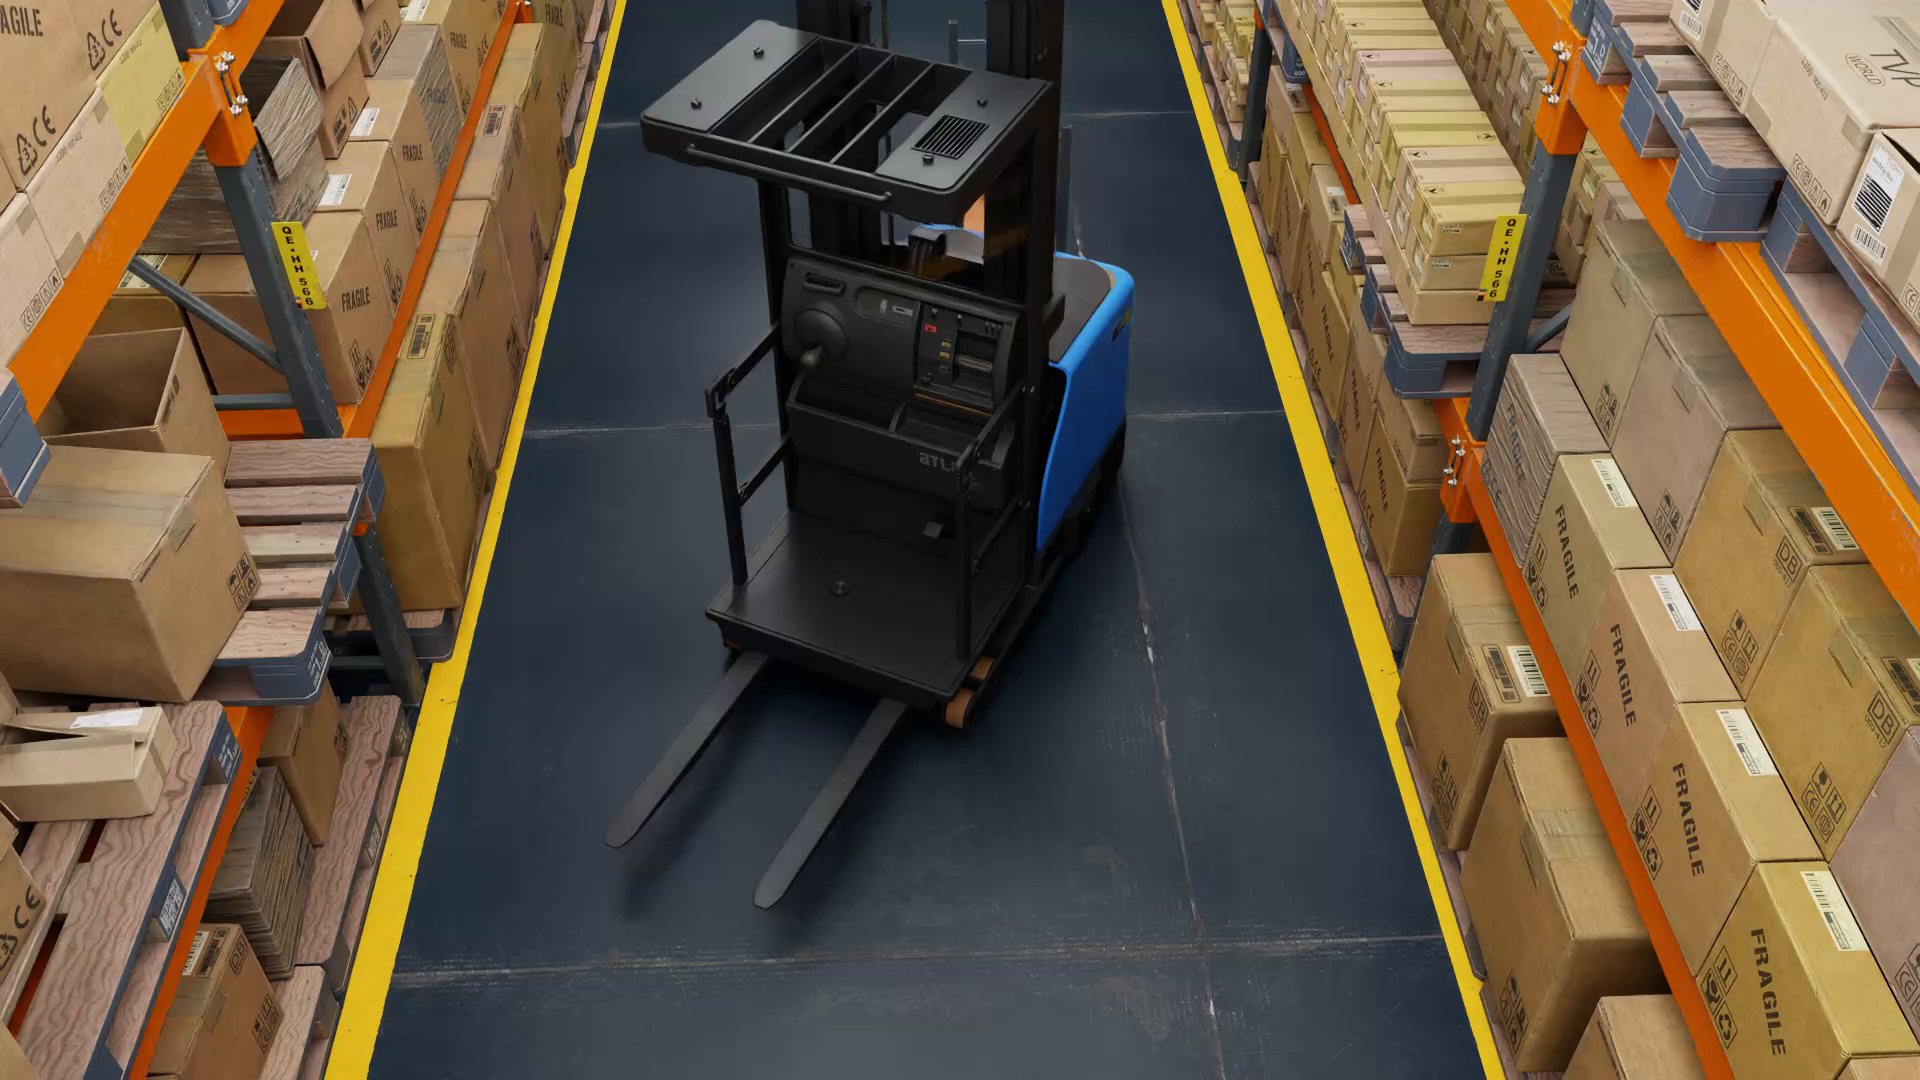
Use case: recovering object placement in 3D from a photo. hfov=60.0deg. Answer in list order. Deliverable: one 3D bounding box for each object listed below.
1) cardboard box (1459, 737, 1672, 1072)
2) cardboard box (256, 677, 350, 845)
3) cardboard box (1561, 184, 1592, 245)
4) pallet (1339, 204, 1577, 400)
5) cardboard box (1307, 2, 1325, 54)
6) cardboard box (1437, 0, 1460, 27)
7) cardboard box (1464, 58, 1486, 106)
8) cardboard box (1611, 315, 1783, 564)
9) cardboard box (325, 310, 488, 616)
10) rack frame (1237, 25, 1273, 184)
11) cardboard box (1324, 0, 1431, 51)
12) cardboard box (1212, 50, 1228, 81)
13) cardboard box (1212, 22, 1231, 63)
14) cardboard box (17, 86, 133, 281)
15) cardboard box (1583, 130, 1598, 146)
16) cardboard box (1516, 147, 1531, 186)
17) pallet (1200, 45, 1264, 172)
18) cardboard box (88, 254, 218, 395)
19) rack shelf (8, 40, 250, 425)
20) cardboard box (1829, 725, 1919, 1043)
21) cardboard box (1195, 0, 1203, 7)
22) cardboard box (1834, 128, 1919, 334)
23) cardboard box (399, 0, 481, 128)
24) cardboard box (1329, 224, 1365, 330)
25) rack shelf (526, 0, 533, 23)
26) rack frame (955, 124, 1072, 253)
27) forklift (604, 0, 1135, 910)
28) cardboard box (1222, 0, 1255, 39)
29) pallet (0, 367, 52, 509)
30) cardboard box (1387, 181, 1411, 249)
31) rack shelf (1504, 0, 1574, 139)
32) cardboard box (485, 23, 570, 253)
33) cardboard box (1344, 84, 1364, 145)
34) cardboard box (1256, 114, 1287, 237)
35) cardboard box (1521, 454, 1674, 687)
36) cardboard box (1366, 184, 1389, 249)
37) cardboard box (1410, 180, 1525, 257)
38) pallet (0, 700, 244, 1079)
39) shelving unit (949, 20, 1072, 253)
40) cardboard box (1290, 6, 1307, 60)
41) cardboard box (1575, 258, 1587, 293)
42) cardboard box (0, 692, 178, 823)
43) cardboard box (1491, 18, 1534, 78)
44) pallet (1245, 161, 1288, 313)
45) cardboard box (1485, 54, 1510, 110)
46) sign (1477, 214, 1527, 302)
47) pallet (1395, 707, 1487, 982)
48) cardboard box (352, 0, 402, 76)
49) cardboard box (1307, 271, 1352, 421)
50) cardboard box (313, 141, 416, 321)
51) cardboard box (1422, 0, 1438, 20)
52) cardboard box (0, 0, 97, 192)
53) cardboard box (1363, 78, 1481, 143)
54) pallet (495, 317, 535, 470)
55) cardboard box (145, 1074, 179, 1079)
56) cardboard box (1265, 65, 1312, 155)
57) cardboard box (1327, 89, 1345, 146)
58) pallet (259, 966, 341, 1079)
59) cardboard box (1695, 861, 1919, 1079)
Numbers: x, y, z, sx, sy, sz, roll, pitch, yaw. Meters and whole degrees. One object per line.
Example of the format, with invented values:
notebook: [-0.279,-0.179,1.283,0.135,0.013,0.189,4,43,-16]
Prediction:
cardboard box: [2.271,1.145,5.285,1.050,0.750,0.750,-1,43,-1]
cardboard box: [-2.617,0.752,5.884,0.700,0.500,0.500,-4,43,-4]
cardboard box: [2.461,-1.220,6.166,0.380,0.149,0.250,0,43,0]
pallet: [2.157,-0.940,6.348,1.213,0.211,1.003,-2,43,-2]
cardboard box: [1.742,-2.241,7.279,0.380,0.149,0.250,-2,43,-3]
cardboard box: [2.384,-2.437,7.493,0.380,0.149,0.250,-4,43,-4]
cardboard box: [2.409,-1.974,7.208,0.380,0.149,0.250,-3,43,-3]
cardboard box: [2.326,-0.294,4.686,0.700,0.500,0.500,-2,43,-2]
cardboard box: [-2.674,-0.297,6.765,1.225,0.875,0.875,-3,43,-4]
rack frame: [2.124,-3.233,8.707,1.000,3.000,0.127,-2,43,-2]
cardboard box: [1.752,-2.181,6.994,0.380,0.149,0.250,0,43,0]
cardboard box: [1.764,-2.947,10.194,0.380,0.149,0.250,-3,43,-3]
cardboard box: [1.740,-3.013,10.046,0.380,0.149,0.250,-3,43,-3]
cardboard box: [-2.366,-0.861,4.010,0.500,0.250,0.500,-2,43,-2]
cardboard box: [2.448,-1.479,6.228,0.380,0.149,0.250,-2,43,-2]
cardboard box: [2.440,-1.449,6.635,0.380,0.149,0.250,0,43,0]
pallet: [2.060,-2.658,10.143,1.003,0.211,1.213,-2,43,-2]
cardboard box: [-2.934,-0.822,6.002,0.500,0.500,0.500,0,43,0]
rack shelf: [-2.581,0.051,3.437,1.077,0.370,4.000,-2,43,-2]
cardboard box: [2.392,0.738,3.560,0.700,0.500,0.500,-1,43,-1]
cardboard box: [1.736,-3.631,10.940,0.380,0.149,0.250,-2,43,-2]
cardboard box: [2.148,-0.618,3.315,0.500,0.311,0.500,-2,43,-3]
cardboard box: [-2.500,-2.202,7.508,0.500,0.500,0.500,-2,43,-2]
cardboard box: [1.965,-1.181,7.453,0.500,0.250,0.500,-1,43,-1]
rack shelf: [-2.921,-4.244,10.343,1.077,0.370,4.000,-2,43,-2]
rack frame: [0.229,-1.214,7.614,0.500,1.500,0.032,-1,43,-1]
forklift: [-0.323,-0.673,5.965,1.130,2.935,3.031,17,45,18]
cardboard box: [1.781,-3.129,9.952,0.380,0.149,0.250,-2,43,-2]
pallet: [-2.463,0.085,3.006,1.213,0.211,1.003,-2,43,-2]
cardboard box: [1.805,-1.206,6.150,0.380,0.149,0.250,0,43,0]
rack shelf: [2.209,-2.724,6.464,1.077,0.370,4.000,-2,43,-2]
cardboard box: [-2.788,-2.099,8.732,1.225,0.875,0.875,-2,43,-2]
cardboard box: [1.773,-1.720,6.711,0.380,0.149,0.250,-2,43,-2]
cardboard box: [1.891,-1.960,8.858,0.500,0.500,0.500,0,43,0]
cardboard box: [2.068,0.084,5.014,0.500,0.500,0.500,-2,43,-2]
cardboard box: [1.794,-1.256,6.426,0.380,0.149,0.250,-1,43,-1]
cardboard box: [1.815,-1.132,5.850,0.380,0.149,0.250,-3,43,-3]
pallet: [-2.541,0.947,4.289,1.003,0.211,1.213,-2,43,-2]
shelving unit: [0.213,-1.563,7.995,0.587,1.500,1.083,-1,43,-1]
cardboard box: [1.726,-2.319,7.585,0.380,0.149,0.250,-3,43,-4]
cardboard box: [2.477,-0.903,6.040,0.380,0.149,0.250,-2,43,-2]
cardboard box: [-2.325,0.554,4.364,0.396,0.266,0.258,-3,43,-3]
cardboard box: [2.411,-2.019,6.818,0.380,0.149,0.250,0,43,0]
pallet: [2.159,-1.680,9.076,1.003,0.211,1.213,-2,43,-2]
cardboard box: [2.418,-1.906,6.915,0.380,0.149,0.250,-2,43,-2]
sign: [1.752,-0.909,5.373,0.100,0.325,0.005,-2,43,-2]
pallet: [2.252,1.029,6.121,1.003,0.211,1.213,-2,43,-2]
cardboard box: [-2.741,-2.252,6.821,0.797,0.503,0.637,0,43,0]
cardboard box: [1.948,-0.910,7.712,0.500,0.500,0.500,-3,43,-4]
cardboard box: [-2.439,-1.180,6.393,0.500,0.500,0.500,-3,43,-3]
cardboard box: [2.369,-2.520,7.805,0.380,0.149,0.250,-4,43,-4]
cardboard box: [-2.363,-1.125,3.743,0.500,0.500,0.500,-2,43,-2]
cardboard box: [1.781,-1.659,6.424,0.380,0.149,0.250,0,43,-1]
pallet: [-2.673,-0.787,8.102,1.003,0.211,1.213,-2,43,-2]
cardboard box: [-2.526,1.885,4.647,0.700,0.500,0.500,-5,43,-5]
cardboard box: [1.892,-2.237,8.604,0.500,0.250,0.500,-3,43,-4]
cardboard box: [1.765,-1.781,6.998,0.380,0.149,0.250,0,43,0]
pallet: [-2.585,1.918,5.151,1.003,0.211,1.213,-2,43,-2]
cardboard box: [2.132,1.104,3.902,0.500,0.500,0.500,-1,43,-1]
